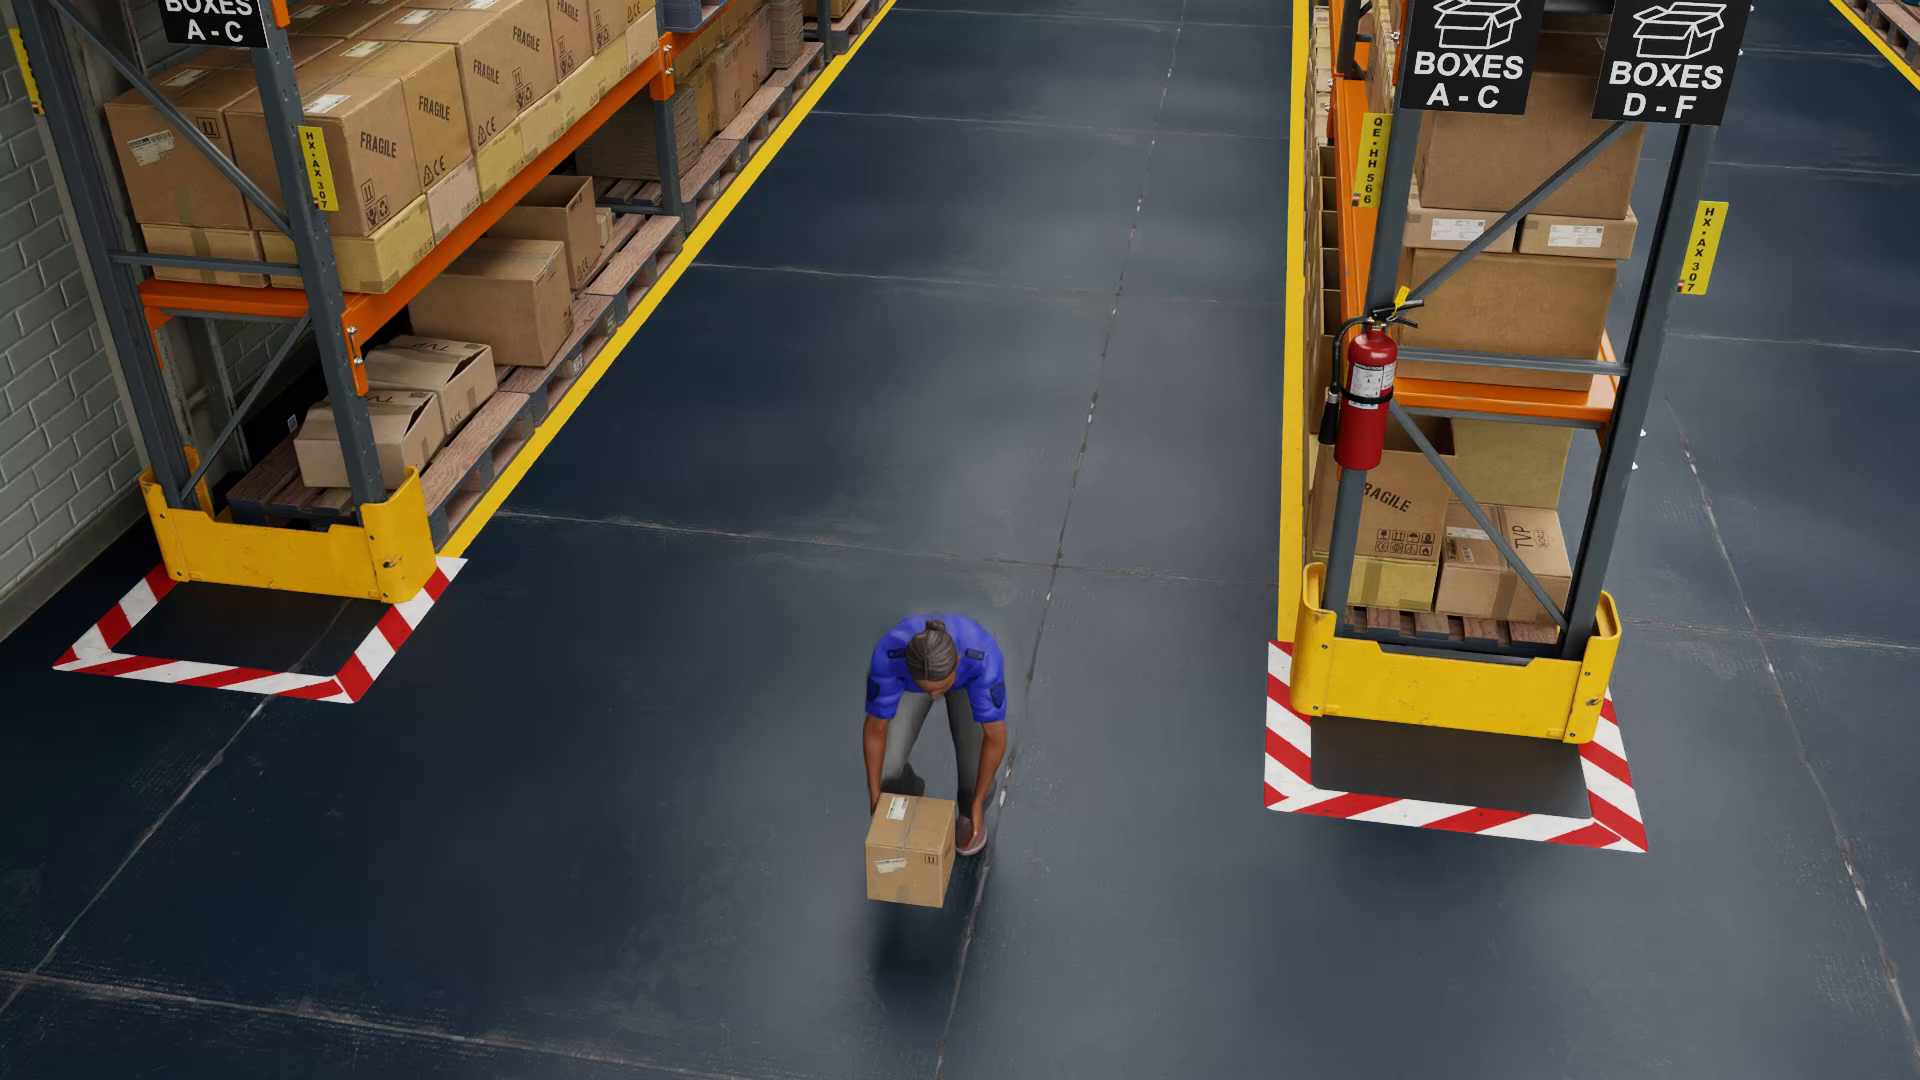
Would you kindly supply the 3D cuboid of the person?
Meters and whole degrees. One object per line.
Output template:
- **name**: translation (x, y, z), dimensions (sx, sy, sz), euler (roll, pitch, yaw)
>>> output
- **person**: translation (-0.063, 0.615, 5.688), dimensions (0.498, 1.117, 0.740), euler (5, 33, 8)
